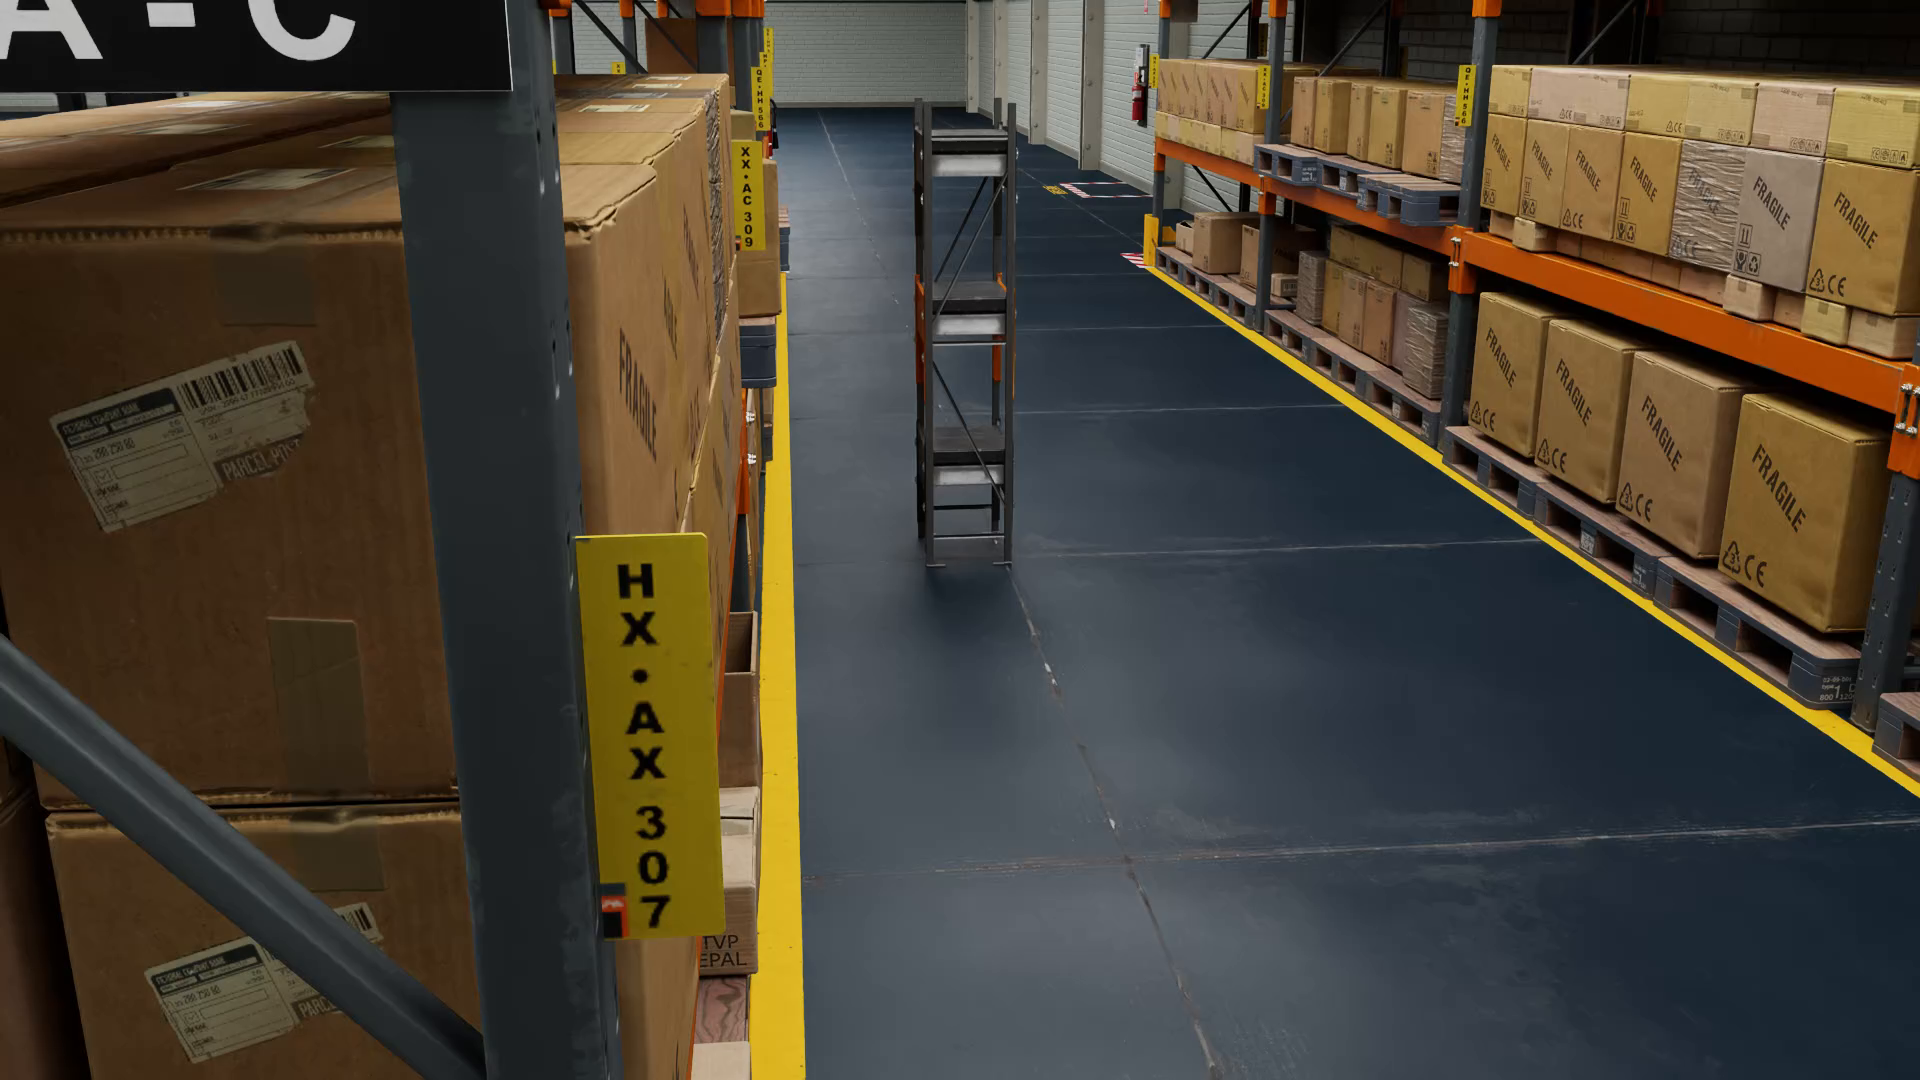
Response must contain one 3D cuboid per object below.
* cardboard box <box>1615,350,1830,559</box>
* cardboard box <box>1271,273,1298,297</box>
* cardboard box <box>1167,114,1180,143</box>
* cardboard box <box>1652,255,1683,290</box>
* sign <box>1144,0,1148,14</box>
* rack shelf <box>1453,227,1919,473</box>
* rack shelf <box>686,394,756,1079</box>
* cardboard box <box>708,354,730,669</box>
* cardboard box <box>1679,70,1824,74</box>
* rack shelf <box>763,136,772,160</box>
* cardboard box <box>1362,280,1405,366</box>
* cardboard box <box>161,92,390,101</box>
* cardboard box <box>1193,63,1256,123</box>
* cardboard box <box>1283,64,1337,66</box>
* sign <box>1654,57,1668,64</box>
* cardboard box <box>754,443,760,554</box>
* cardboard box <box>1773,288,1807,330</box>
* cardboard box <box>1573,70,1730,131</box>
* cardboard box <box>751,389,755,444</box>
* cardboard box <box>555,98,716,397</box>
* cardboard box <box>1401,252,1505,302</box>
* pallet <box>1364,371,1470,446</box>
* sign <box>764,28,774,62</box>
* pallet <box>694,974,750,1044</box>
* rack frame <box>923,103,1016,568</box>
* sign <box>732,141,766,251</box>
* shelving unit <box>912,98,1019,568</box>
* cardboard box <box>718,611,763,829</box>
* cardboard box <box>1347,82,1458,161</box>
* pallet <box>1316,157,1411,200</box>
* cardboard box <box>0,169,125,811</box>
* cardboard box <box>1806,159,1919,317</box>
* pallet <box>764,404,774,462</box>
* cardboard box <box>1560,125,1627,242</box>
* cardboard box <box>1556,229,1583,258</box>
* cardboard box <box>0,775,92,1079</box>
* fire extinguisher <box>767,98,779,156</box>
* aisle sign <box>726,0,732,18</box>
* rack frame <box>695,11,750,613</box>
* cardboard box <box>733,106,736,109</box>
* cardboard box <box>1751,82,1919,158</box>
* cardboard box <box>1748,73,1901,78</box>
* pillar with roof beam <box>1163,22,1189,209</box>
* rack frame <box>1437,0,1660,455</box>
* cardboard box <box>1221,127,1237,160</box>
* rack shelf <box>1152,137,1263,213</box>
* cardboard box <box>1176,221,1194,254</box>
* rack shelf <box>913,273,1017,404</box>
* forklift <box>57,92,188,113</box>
[{"bbox_3d":[3.452,-0.393,7.310,0.750,0.750,0.750,-1,17,-4],"label":"cardboard box"},{"bbox_3d":[2.832,-2.164,14.059,0.380,0.166,0.250,-4,18,-13],"label":"cardboard box"},{"bbox_3d":[2.307,-3.968,16.025,0.500,0.250,0.500,-2,18,-7],"label":"cardboard box"},{"bbox_3d":[3.323,-1.205,7.394,0.380,0.149,0.250,-1,17,-4],"label":"cardboard box"},{"bbox_3d":[2.700,-7.794,24.125,0.001,0.298,0.199,-2,18,-6],"label":"sign"},{"bbox_3d":[3.536,-1.017,7.609,1.077,0.370,4.000,-2,18,-6],"label":"rack shelf"},{"bbox_3d":[-0.978,0.329,3.322,1.077,0.370,4.000,-2,18,-6],"label":"rack shelf"},{"bbox_3d":[-0.713,-0.058,3.189,0.500,0.500,0.500,-2,17,-5],"label":"cardboard box"},{"bbox_3d":[3.734,-2.078,7.841,0.500,0.250,0.500,-2,18,-7],"label":"cardboard box"},{"bbox_3d":[-2.216,-3.246,14.710,1.077,0.370,4.000,-2,18,-6],"label":"rack shelf"},{"bbox_3d":[3.187,-1.490,11.355,0.700,0.500,0.500,-2,18,-6],"label":"cardboard box"},{"bbox_3d":[-1.309,-0.679,3.495,0.500,0.500,0.500,-2,18,-7],"label":"cardboard box"},{"bbox_3d":[2.408,-4.029,14.966,0.500,0.500,0.500,-1,17,-4],"label":"cardboard box"},{"bbox_3d":[2.981,-3.893,14.534,0.500,0.500,0.500,-1,17,-4],"label":"cardboard box"},{"bbox_3d":[3.882,-2.526,9.284,0.100,0.325,0.005,-2,18,-6],"label":"sign"},{"bbox_3d":[-1.154,-0.237,7.364,0.500,0.500,0.500,-2,18,-8],"label":"cardboard box"},{"bbox_3d":[3.395,-0.899,6.418,0.380,0.149,0.250,-1,17,-4],"label":"cardboard box"},{"bbox_3d":[3.232,-2.061,7.784,0.500,0.250,0.500,-2,18,-5],"label":"cardboard box"},{"bbox_3d":[-1.147,-0.584,7.217,0.500,0.250,0.500,-2,18,-7],"label":"cardboard box"},{"bbox_3d":[-0.717,-0.539,3.051,0.500,0.500,0.500,-2,18,-6],"label":"cardboard box"},{"bbox_3d":[3.207,-1.716,10.821,0.500,0.250,0.500,-1,17,-5],"label":"cardboard box"},{"bbox_3d":[3.251,-0.858,10.559,1.003,0.211,1.213,-2,18,-6],"label":"pallet"},{"bbox_3d":[-1.881,-4.863,16.332,0.100,0.325,0.005,-2,18,-6],"label":"sign"},{"bbox_3d":[-0.985,1.289,3.718,1.003,0.211,1.213,-2,18,-6],"label":"pallet"},{"bbox_3d":[0.042,-0.880,7.474,0.400,2.100,0.015,-2,18,-6],"label":"rack frame"},{"bbox_3d":[-0.645,-1.042,5.043,0.100,0.325,0.005,-2,18,-6],"label":"sign"},{"bbox_3d":[0.017,-0.952,7.705,0.431,2.100,0.503,-2,18,-6],"label":"shelving unit"},{"bbox_3d":[-0.843,0.534,4.908,0.500,0.500,0.500,-2,18,-6],"label":"cardboard box"},{"bbox_3d":[3.086,-2.891,11.475,0.700,0.500,0.500,1,17,2],"label":"cardboard box"},{"bbox_3d":[3.085,-2.453,11.303,1.003,0.211,1.213,-2,18,-6],"label":"pallet"},{"bbox_3d":[-1.091,-0.067,1.547,0.500,0.500,0.500,-2,18,-6],"label":"cardboard box"},{"bbox_3d":[3.444,-1.093,5.954,0.500,0.500,0.500,-2,18,-7],"label":"cardboard box"},{"bbox_3d":[-1.643,-0.718,10.111,1.003,0.211,1.213,-2,18,-6],"label":"pallet"},{"bbox_3d":[3.220,-1.698,7.882,0.500,0.500,0.500,-2,18,-6],"label":"cardboard box"},{"bbox_3d":[3.243,-1.512,8.372,0.380,0.149,0.250,-2,18,-6],"label":"cardboard box"},{"bbox_3d":[-1.089,0.409,1.700,0.500,0.500,0.500,-1,17,-4],"label":"cardboard box"},{"bbox_3d":[-1.972,-4.198,16.670,0.296,0.674,0.183,-2,18,-6],"label":"fire extinguisher"},{"bbox_3d":[-2.137,-5.454,16.202,0.394,0.787,0.004,-2,18,-6],"label":"aisle sign"},{"bbox_3d":[-1.184,-0.610,5.112,1.000,3.000,0.127,-2,18,-6],"label":"rack frame"},{"bbox_3d":[-2.062,-3.173,13.110,0.700,0.500,0.500,-2,18,-7],"label":"cardboard box"},{"bbox_3d":[3.397,-1.605,6.333,0.500,0.250,0.500,-1,17,-4],"label":"cardboard box"},{"bbox_3d":[3.787,-1.927,7.357,0.500,0.250,0.500,-2,18,-7],"label":"cardboard box"},{"bbox_3d":[-1.463,-8.674,20.784,9.100,9.000,0.400,-2,18,-6],"label":"pillar with roof beam"},{"bbox_3d":[3.330,-1.956,9.399,1.000,3.000,0.127,-2,18,-6],"label":"rack frame"},{"bbox_3d":[2.524,-3.366,14.108,0.500,0.250,0.500,-2,18,-5],"label":"cardboard box"},{"bbox_3d":[2.711,-3.400,15.201,1.077,0.370,4.000,-2,18,-6],"label":"rack shelf"},{"bbox_3d":[2.487,-3.058,16.663,0.500,0.311,0.500,-4,18,-12],"label":"cardboard box"},{"bbox_3d":[0.017,-0.939,7.710,0.431,0.518,0.480,-2,18,-6],"label":"rack shelf"},{"bbox_3d":[-3.596,-1.367,7.638,3.031,2.935,1.130,12,21,34],"label":"forklift"}]
